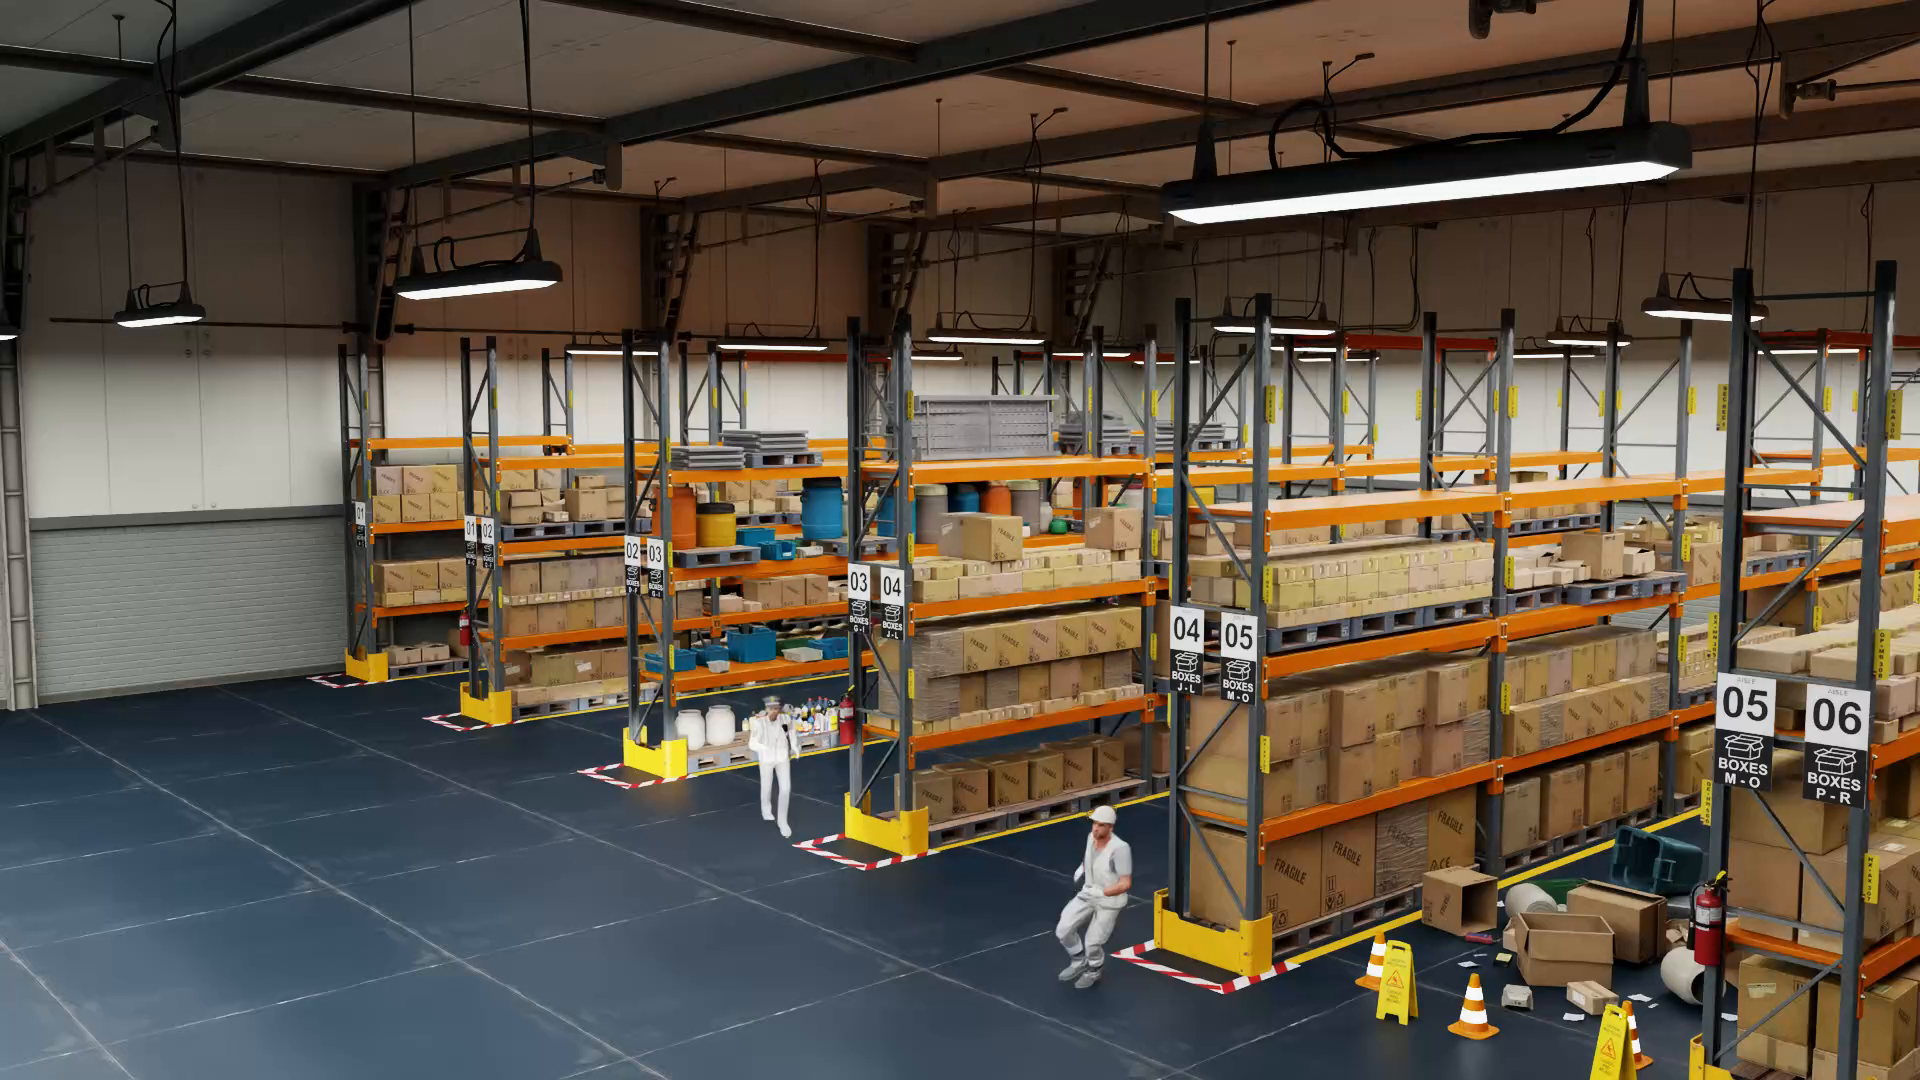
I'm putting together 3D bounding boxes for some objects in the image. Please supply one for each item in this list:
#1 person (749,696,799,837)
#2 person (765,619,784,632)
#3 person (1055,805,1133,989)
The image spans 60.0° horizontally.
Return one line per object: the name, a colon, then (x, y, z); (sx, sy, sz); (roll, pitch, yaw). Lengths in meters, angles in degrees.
person: (-2.181, 2.603, 19.503); (0.605, 1.657, 0.951); (-1, 5, -12)
person: (-3.533, 1.498, 32.206); (0.800, 1.604, 0.558); (-4, 7, -39)
person: (1.135, 3.069, 14.162); (0.844, 1.689, 0.717); (4, 7, 40)
